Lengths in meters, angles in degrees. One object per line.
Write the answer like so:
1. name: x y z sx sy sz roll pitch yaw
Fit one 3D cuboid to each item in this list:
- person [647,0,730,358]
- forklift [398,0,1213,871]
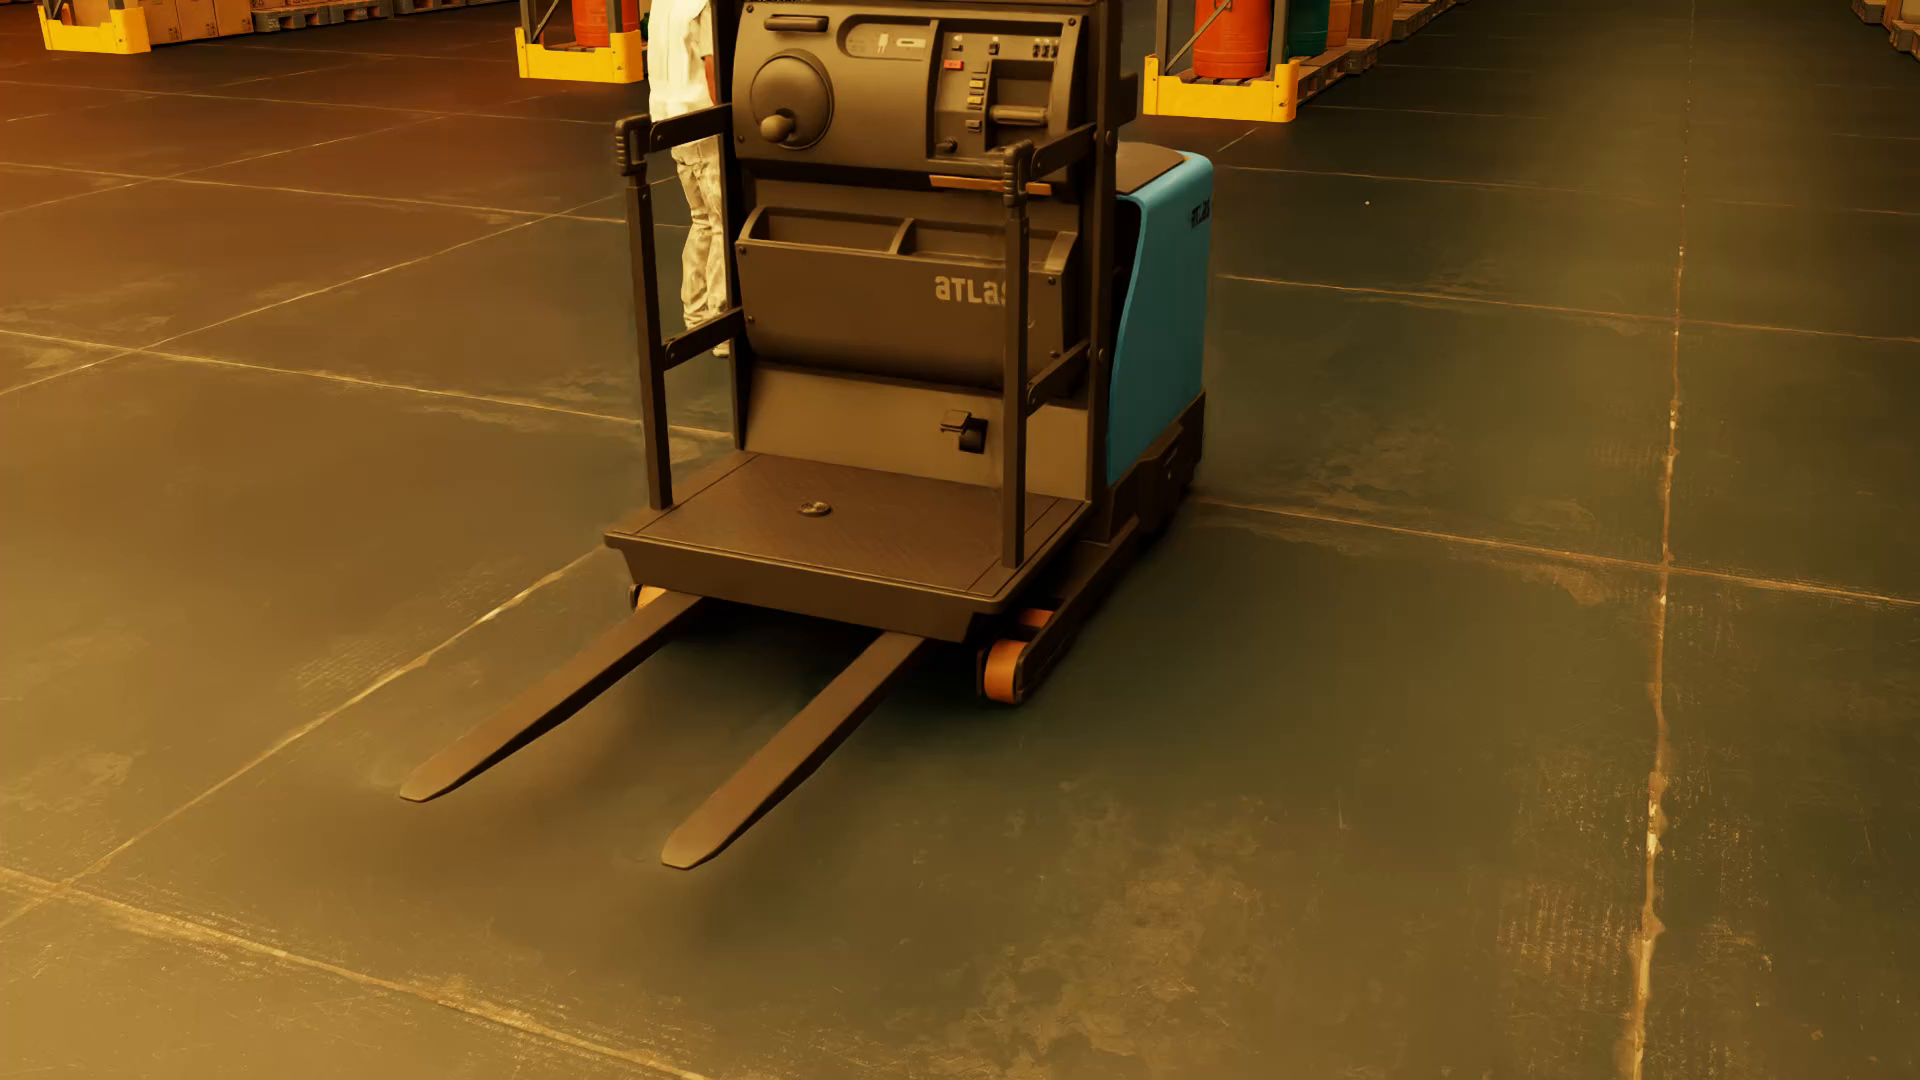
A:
1. person: -1.008 -1.662 6.776 0.453 1.772 0.617 -12 25 -26
2. forklift: -0.227 -1.129 3.993 1.130 2.935 3.031 9 24 21
